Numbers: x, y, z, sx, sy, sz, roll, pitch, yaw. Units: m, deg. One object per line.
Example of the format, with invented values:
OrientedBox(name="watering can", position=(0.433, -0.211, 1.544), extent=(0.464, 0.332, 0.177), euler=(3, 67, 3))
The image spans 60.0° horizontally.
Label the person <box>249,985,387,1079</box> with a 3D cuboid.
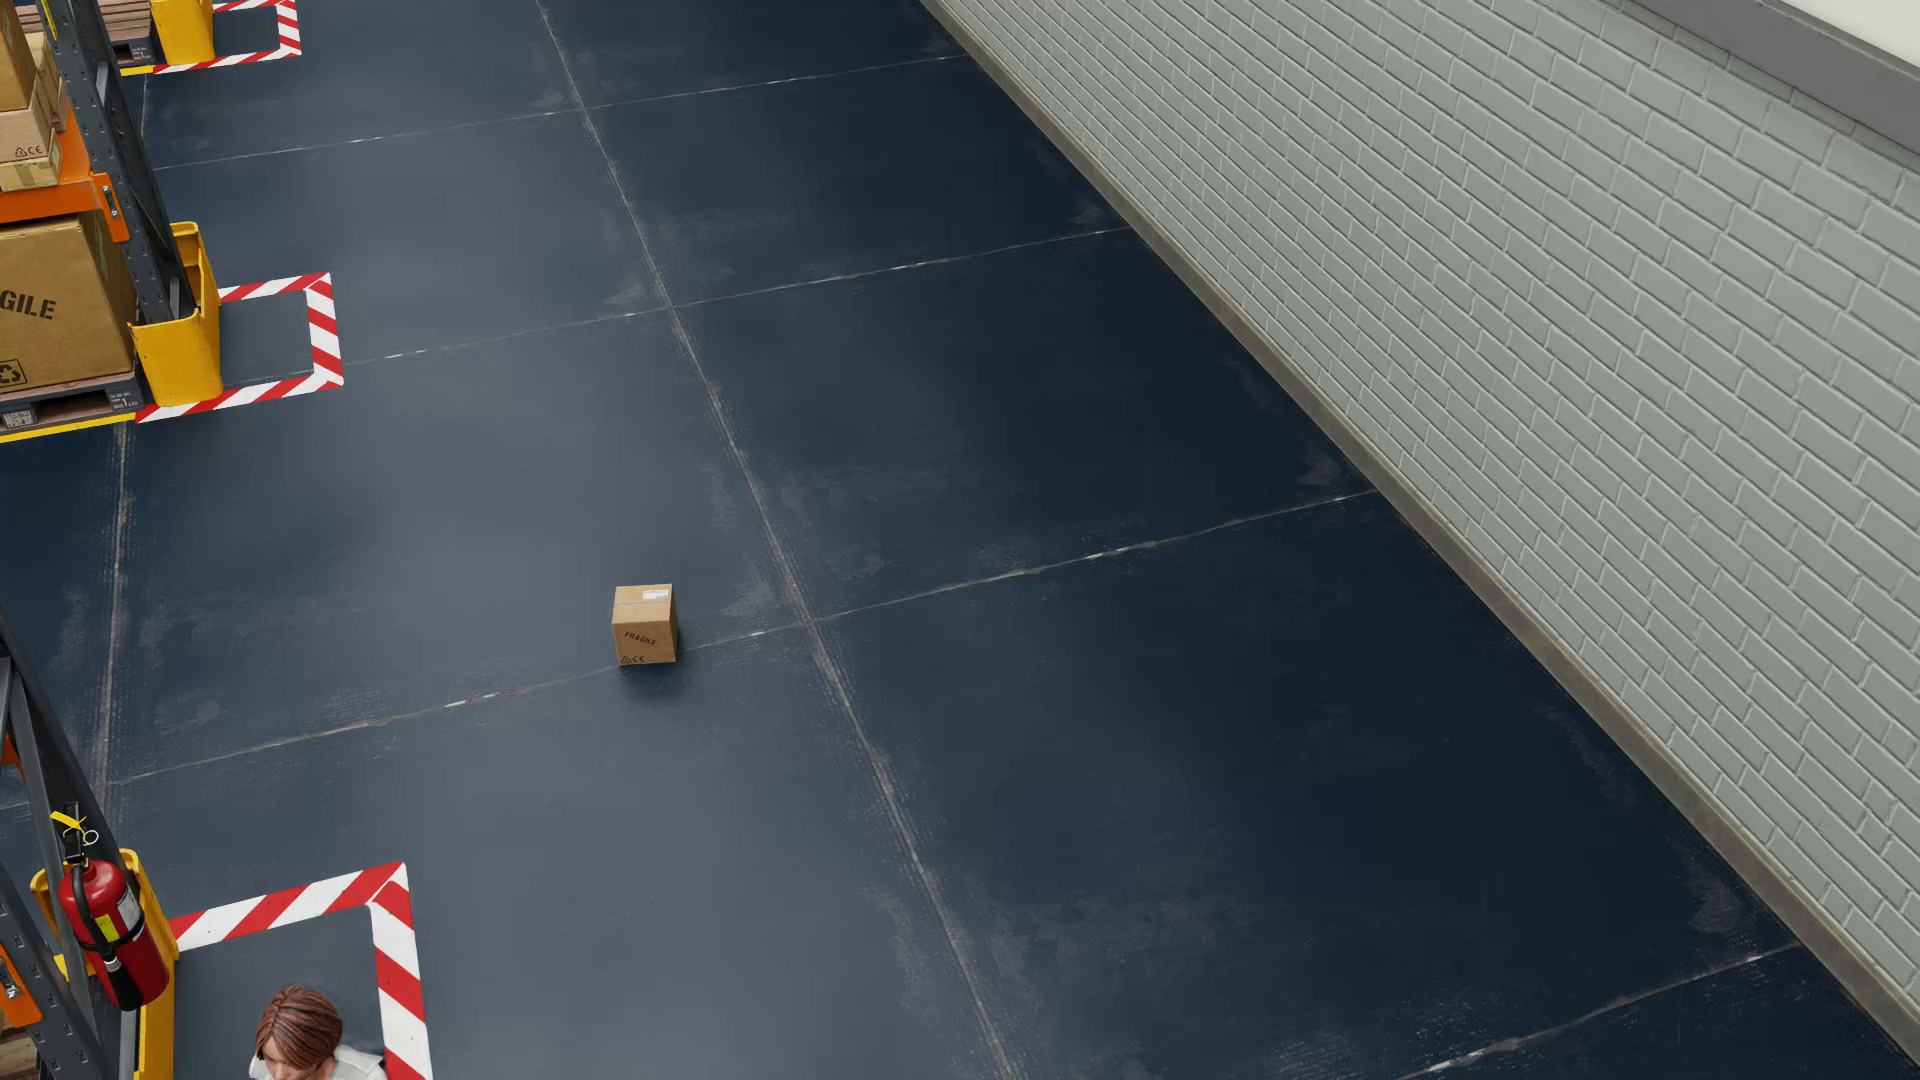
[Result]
OrientedBox(name="person", position=(-1.649, 1.750, 4.545), extent=(0.410, 1.580, 0.688), euler=(8, 39, 11))
